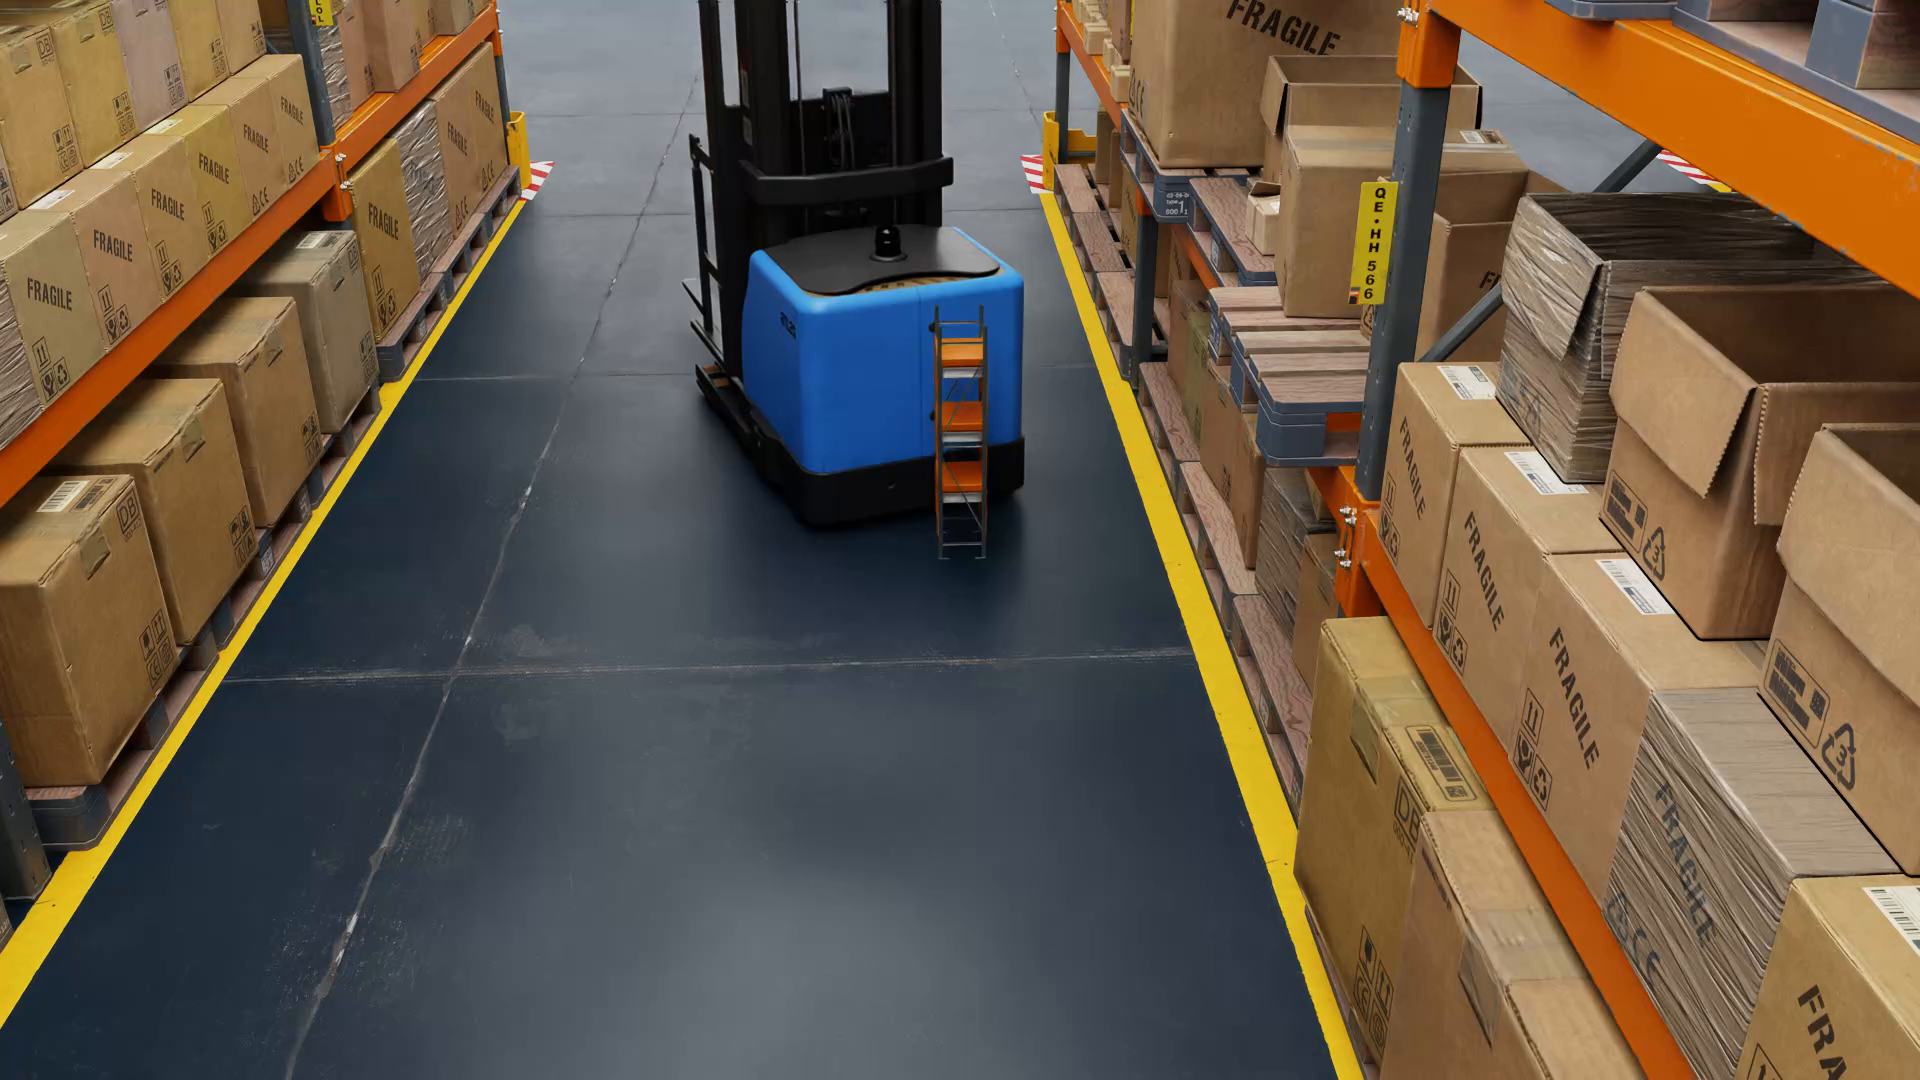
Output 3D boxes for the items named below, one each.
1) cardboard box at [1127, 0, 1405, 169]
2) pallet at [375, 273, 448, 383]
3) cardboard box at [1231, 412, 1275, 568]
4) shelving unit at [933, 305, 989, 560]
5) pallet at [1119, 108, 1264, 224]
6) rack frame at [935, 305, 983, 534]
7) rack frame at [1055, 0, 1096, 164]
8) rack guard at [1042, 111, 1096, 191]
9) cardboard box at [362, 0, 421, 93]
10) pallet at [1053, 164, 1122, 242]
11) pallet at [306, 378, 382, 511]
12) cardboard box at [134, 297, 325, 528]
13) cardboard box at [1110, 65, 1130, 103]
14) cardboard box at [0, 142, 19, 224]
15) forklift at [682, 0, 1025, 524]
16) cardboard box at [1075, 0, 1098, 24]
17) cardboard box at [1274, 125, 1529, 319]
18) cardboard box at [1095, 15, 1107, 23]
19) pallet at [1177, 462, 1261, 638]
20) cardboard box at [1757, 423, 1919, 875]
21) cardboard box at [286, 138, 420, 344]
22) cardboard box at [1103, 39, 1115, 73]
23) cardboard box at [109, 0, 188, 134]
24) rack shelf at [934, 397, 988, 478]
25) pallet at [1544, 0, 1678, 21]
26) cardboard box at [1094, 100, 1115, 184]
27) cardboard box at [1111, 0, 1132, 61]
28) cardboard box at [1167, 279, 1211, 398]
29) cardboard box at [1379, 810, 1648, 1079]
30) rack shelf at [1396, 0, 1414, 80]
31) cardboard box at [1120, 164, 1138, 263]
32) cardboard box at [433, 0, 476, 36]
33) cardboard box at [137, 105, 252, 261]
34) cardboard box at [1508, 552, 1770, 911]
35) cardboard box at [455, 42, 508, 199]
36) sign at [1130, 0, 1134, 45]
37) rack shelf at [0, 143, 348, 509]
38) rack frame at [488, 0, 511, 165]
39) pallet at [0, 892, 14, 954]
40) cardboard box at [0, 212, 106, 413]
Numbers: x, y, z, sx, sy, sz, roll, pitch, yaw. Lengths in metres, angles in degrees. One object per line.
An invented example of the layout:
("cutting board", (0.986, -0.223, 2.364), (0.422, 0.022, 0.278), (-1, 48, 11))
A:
("cardboard box", (1.308, -2.234, 7.188), (1.000, 1.000, 1.000), (-1, 28, -2))
("pallet", (-3.514, -1.196, 9.315), (1.003, 0.211, 1.213), (-1, 28, -3))
("cardboard box", (1.482, -0.219, 6.653), (0.700, 0.500, 0.500), (1, 28, 2))
("shelving unit", (0.003, -0.441, 6.960), (0.215, 1.050, 0.252), (-1, 28, -3))
("pallet", (1.301, -1.711, 7.494), (1.003, 0.211, 1.213), (-1, 28, -3))
("rack frame", (-0.004, -0.497, 7.068), (0.200, 1.050, 0.008), (-1, 28, -3))
("rack frame", (1.197, -4.000, 11.675), (1.000, 3.000, 0.127), (-1, 28, -3))
("rack guard", (1.201, -2.856, 12.186), (1.175, 0.500, 0.348), (-1, 28, -3))
("cardboard box", (-3.546, -2.822, 9.254), (0.875, 0.550, 0.550), (-1, 28, -3))
("pallet", (1.208, -2.352, 11.532), (1.003, 0.211, 1.213), (-1, 28, -3))
("pallet", (-3.437, -0.489, 7.958), (1.003, 0.211, 1.213), (-1, 28, -3))
("cardboard box", (-3.384, -0.538, 7.017), (1.050, 0.750, 0.750), (-1, 28, -3))
("cardboard box", (1.020, -2.479, 9.031), (0.380, 0.149, 0.250), (-1, 28, -3))
("cardboard box", (-3.385, -1.161, 5.043), (0.700, 0.500, 0.500), (-2, 28, -3))
("forklift", (-0.731, -2.030, 7.972), (1.130, 2.935, 3.031), (-11, 29, -19))
("cardboard box", (0.966, -3.519, 11.026), (0.380, 0.149, 0.250), (-1, 28, -3))
("cardboard box", (1.418, -1.040, 5.437), (0.700, 0.500, 0.500), (3, 28, 5))
("cardboard box", (1.046, -3.174, 10.363), (0.380, 0.149, 0.250), (-1, 28, -3))
("pallet", (1.515, 0.008, 7.006), (1.003, 0.211, 1.213), (-1, 28, -3))
("cardboard box", (1.710, 0.154, 2.518), (0.797, 0.503, 0.637), (-1, 28, -1))
("cardboard box", (-3.515, -1.616, 8.948), (0.875, 0.875, 0.875), (-1, 28, -2))
("cardboard box", (1.038, -2.826, 9.697), (0.380, 0.149, 0.250), (-1, 28, -3))
("cardboard box", (-3.466, -1.867, 6.397), (0.700, 0.500, 0.500), (-1, 28, -2))
("rack shelf", (0.003, -0.431, 6.965), (0.215, 0.259, 0.240), (-1, 28, -3))
("pallet", (1.702, -1.256, 3.374), (1.213, 0.211, 1.003), (0, 28, 0))
("cardboard box", (1.213, -2.789, 11.603), (0.500, 0.500, 0.500), (4, 28, 7))
("cardboard box", (1.327, -2.998, 9.325), (0.875, 0.500, 0.500), (-1, 28, -3))
("cardboard box", (1.417, -0.955, 8.065), (0.700, 0.500, 0.500), (-3, 28, -7))
("cardboard box", (1.669, 1.182, 3.584), (1.225, 0.875, 0.875), (-1, 28, -2))
("rack shelf", (1.511, -2.240, 5.835), (1.077, 0.370, 4.000), (-1, 28, -3))
("cardboard box", (1.277, -1.965, 10.023), (0.500, 0.500, 0.500), (-4, 28, -7))
("cardboard box", (-3.646, -3.569, 10.688), (0.875, 0.550, 0.550), (-1, 28, -3))
("cardboard box", (-3.205, -1.423, 6.626), (0.500, 0.500, 0.500), (-1, 28, -2))
("cardboard box", (1.428, 0.356, 3.216), (0.500, 0.500, 0.500), (-2, 28, -4))
("cardboard box", (-3.660, -2.859, 11.332), (0.875, 0.875, 0.875), (-1, 28, -2))
("sign", (0.865, -2.520, 7.901), (0.100, 0.325, 0.005), (-1, 28, -3))
("rack shelf", (-3.448, -0.837, 6.389), (1.077, 0.370, 4.000), (-1, 28, -3))
("rack frame", (-3.761, -3.927, 11.535), (1.000, 3.000, 0.127), (-1, 28, -3))
("pallet", (-3.304, 1.365, 4.404), (1.003, 0.211, 1.213), (-1, 28, -3))
("cardboard box", (-3.127, -0.725, 5.289), (0.500, 0.500, 0.500), (-2, 28, -3))
